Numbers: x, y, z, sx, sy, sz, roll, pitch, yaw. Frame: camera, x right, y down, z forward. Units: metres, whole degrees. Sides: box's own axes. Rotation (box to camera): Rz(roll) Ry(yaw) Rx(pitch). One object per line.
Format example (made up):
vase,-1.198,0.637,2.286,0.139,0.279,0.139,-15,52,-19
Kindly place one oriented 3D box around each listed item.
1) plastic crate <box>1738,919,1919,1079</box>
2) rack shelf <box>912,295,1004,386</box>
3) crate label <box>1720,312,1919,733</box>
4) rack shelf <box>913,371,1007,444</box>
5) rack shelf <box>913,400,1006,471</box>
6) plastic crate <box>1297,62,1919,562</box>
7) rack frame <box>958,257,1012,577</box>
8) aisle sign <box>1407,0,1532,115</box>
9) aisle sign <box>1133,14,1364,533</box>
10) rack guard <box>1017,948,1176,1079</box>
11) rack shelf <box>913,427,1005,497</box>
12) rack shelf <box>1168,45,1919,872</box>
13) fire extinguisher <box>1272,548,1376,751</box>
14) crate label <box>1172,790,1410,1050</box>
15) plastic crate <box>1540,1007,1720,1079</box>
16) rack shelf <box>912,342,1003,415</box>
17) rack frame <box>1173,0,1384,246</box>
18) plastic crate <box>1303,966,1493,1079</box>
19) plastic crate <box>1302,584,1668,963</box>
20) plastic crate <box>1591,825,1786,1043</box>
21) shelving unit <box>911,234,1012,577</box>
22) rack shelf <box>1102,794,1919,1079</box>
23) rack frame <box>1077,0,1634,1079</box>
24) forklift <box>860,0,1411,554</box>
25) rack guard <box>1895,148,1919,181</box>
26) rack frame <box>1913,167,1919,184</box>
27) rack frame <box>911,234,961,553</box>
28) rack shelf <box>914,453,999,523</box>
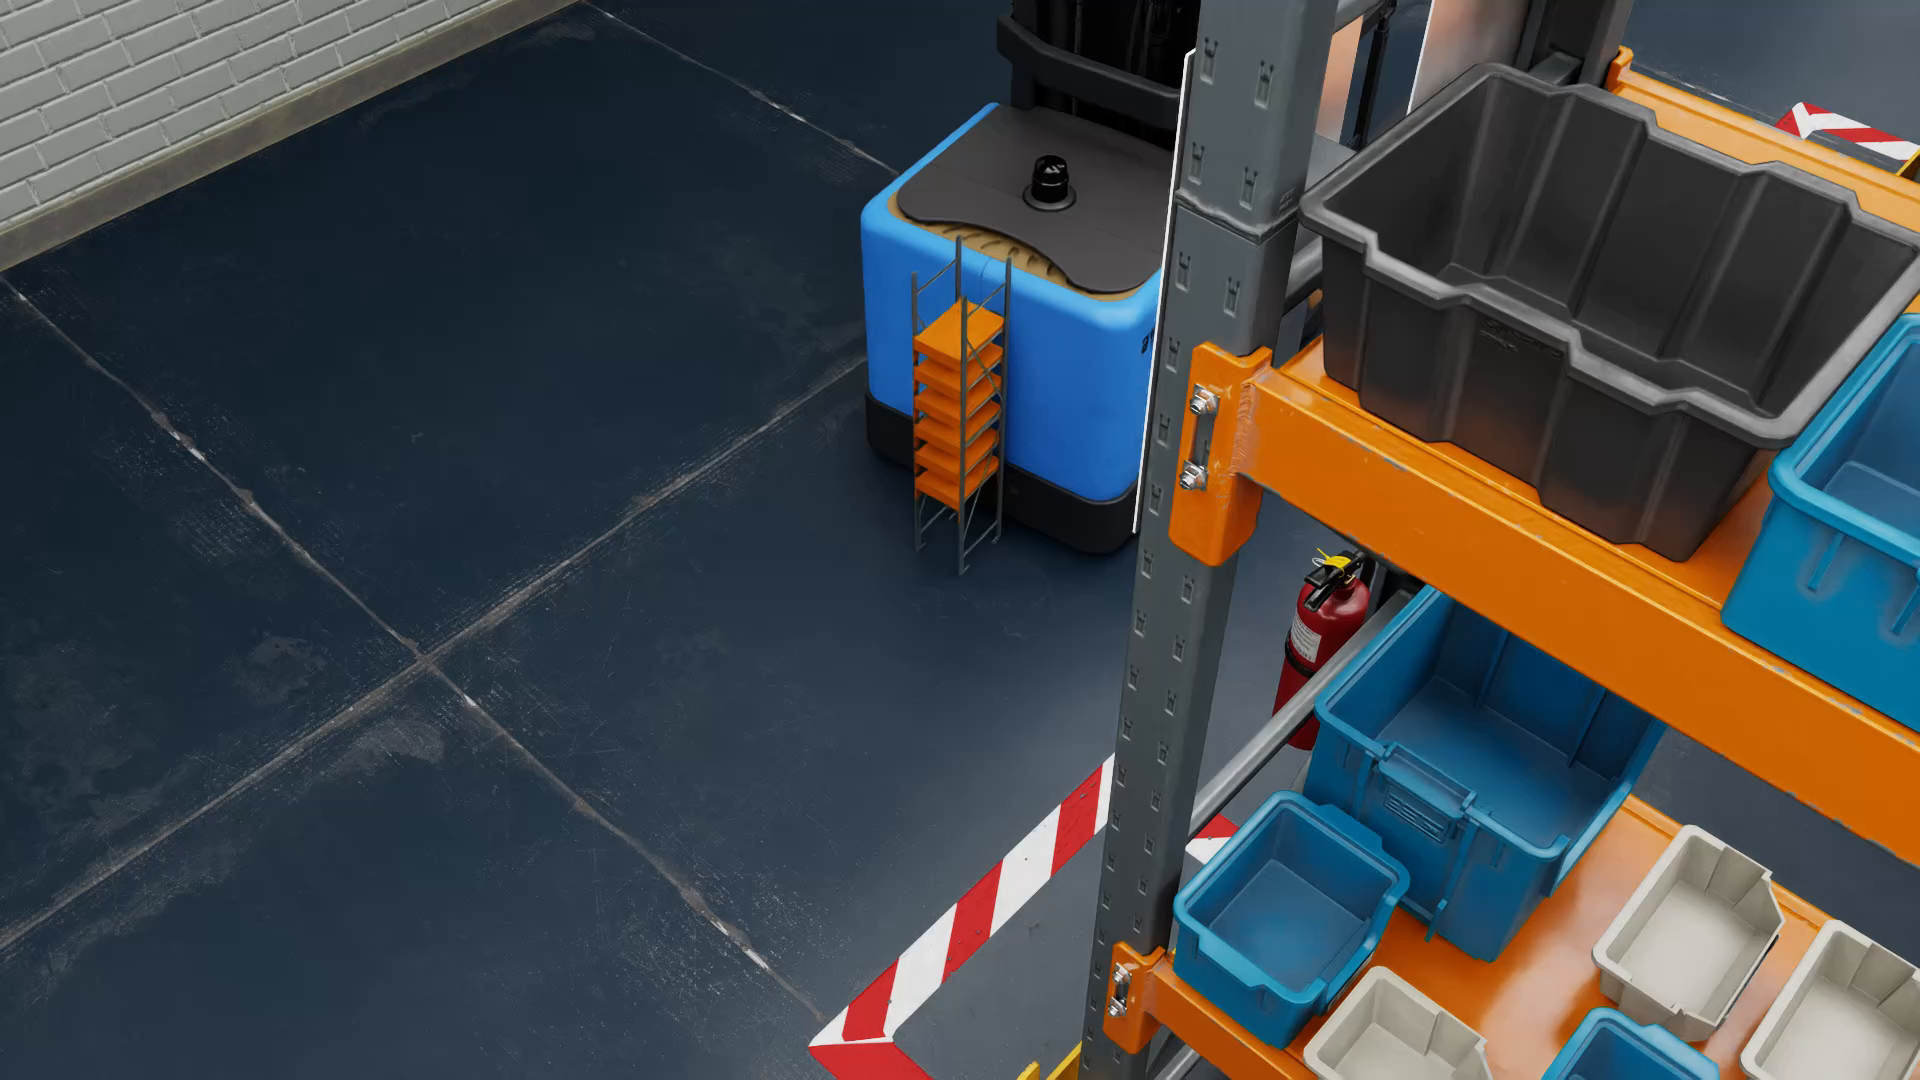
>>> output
plastic crate,1.570,0.908,2.980,0.243,0.136,0.396,34,55,28
rack shelf,0.002,-0.608,5.063,0.180,0.103,0.258,29,53,23
crate label,1.104,0.034,1.705,0.502,0.251,0.408,34,55,28
rack shelf,0.000,-0.446,5.240,0.180,0.103,0.258,29,53,23
rack shelf,-0.001,-0.364,5.328,0.180,0.103,0.258,29,53,23
plastic crate,0.739,-0.262,1.970,0.590,0.269,0.497,34,55,28
rack frame,0.073,-0.354,5.259,0.006,1.200,0.240,29,53,23
aisle sign,0.791,-0.702,2.568,0.004,0.787,0.394,34,55,28
aisle sign,0.390,-0.386,2.271,0.004,0.787,0.394,34,55,28
rack guard,0.618,1.231,4.251,0.348,0.500,1.175,34,55,28
rack shelf,-0.002,-0.283,5.416,0.180,0.103,0.258,29,53,23
rack shelf,2.115,0.589,1.575,4.000,0.370,1.077,34,55,28
fire extinguisher,0.842,0.217,3.798,0.183,0.674,0.296,34,55,28
crate label,0.603,0.716,3.094,0.303,0.233,0.416,34,55,28
plastic crate,1.087,1.041,2.788,0.300,0.233,0.416,34,55,28
rack shelf,0.001,-0.527,5.152,0.180,0.103,0.258,29,53,23
rack frame,0.645,-1.673,1.148,0.127,3.000,1.000,34,55,28
plastic crate,0.783,0.952,2.939,0.298,0.136,0.250,34,55,28
plastic crate,1.018,0.413,3.239,0.499,0.435,0.616,34,55,28
plastic crate,1.367,0.757,3.122,0.243,0.136,0.396,34,55,28
shelving unit,-0.001,-0.395,5.295,0.189,1.200,0.258,29,53,23
rack shelf,2.115,1.616,2.669,4.000,0.370,1.077,34,55,28
rack frame,0.645,0.381,3.335,0.127,3.000,1.000,34,55,28
forklift,0.911,-2.004,5.621,1.130,2.935,3.031,26,52,23
rack guard,3.986,-1.429,6.749,0.348,0.500,1.175,34,55,28
rack frame,4.004,-2.273,5.826,0.127,3.000,1.000,34,55,28
rack frame,-0.074,-0.435,5.332,0.006,1.200,0.240,29,53,23
rack shelf,-0.003,-0.202,5.505,0.180,0.103,0.258,29,53,23
